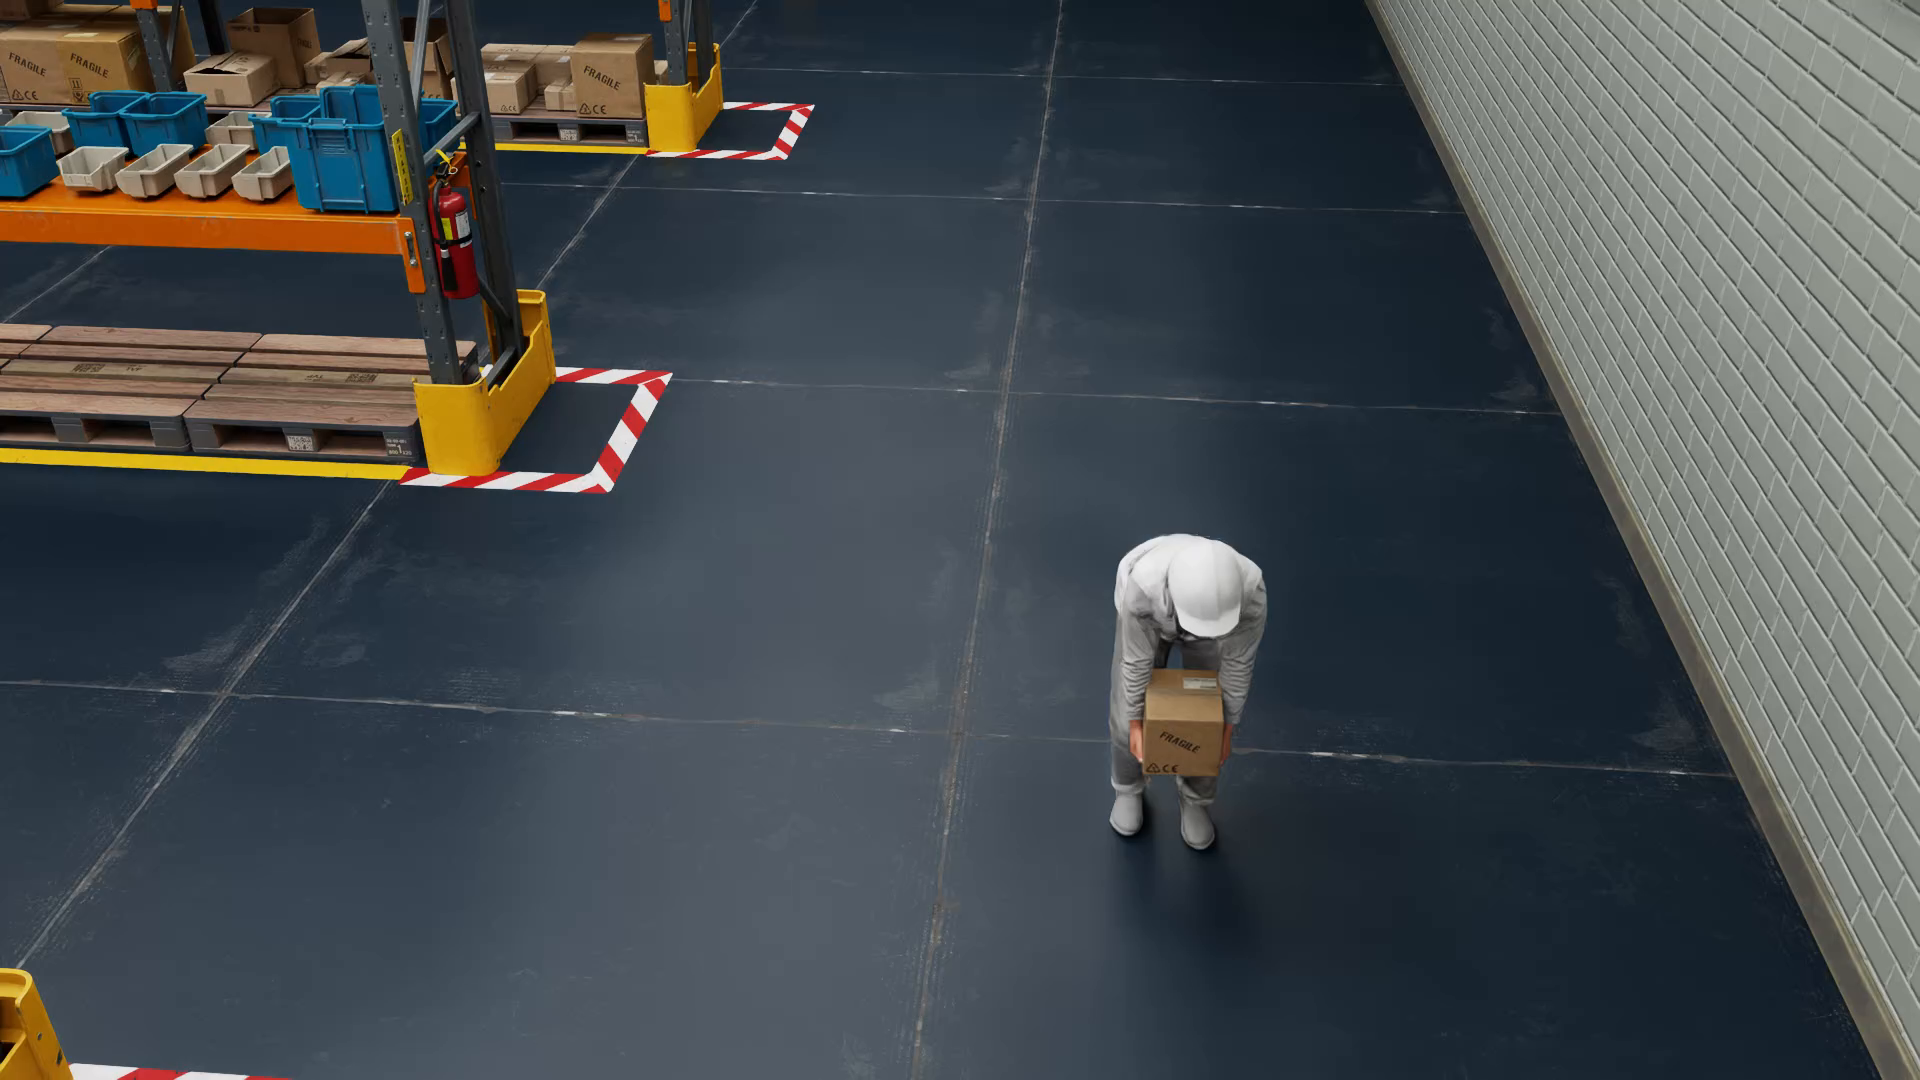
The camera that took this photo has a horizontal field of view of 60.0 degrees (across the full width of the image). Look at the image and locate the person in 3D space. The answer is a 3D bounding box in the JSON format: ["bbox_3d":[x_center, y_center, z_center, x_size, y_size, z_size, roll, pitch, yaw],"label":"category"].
[{"bbox_3d":[0.755,0.482,5.617,0.473,1.477,0.870,2,32,3],"label":"person"}]
